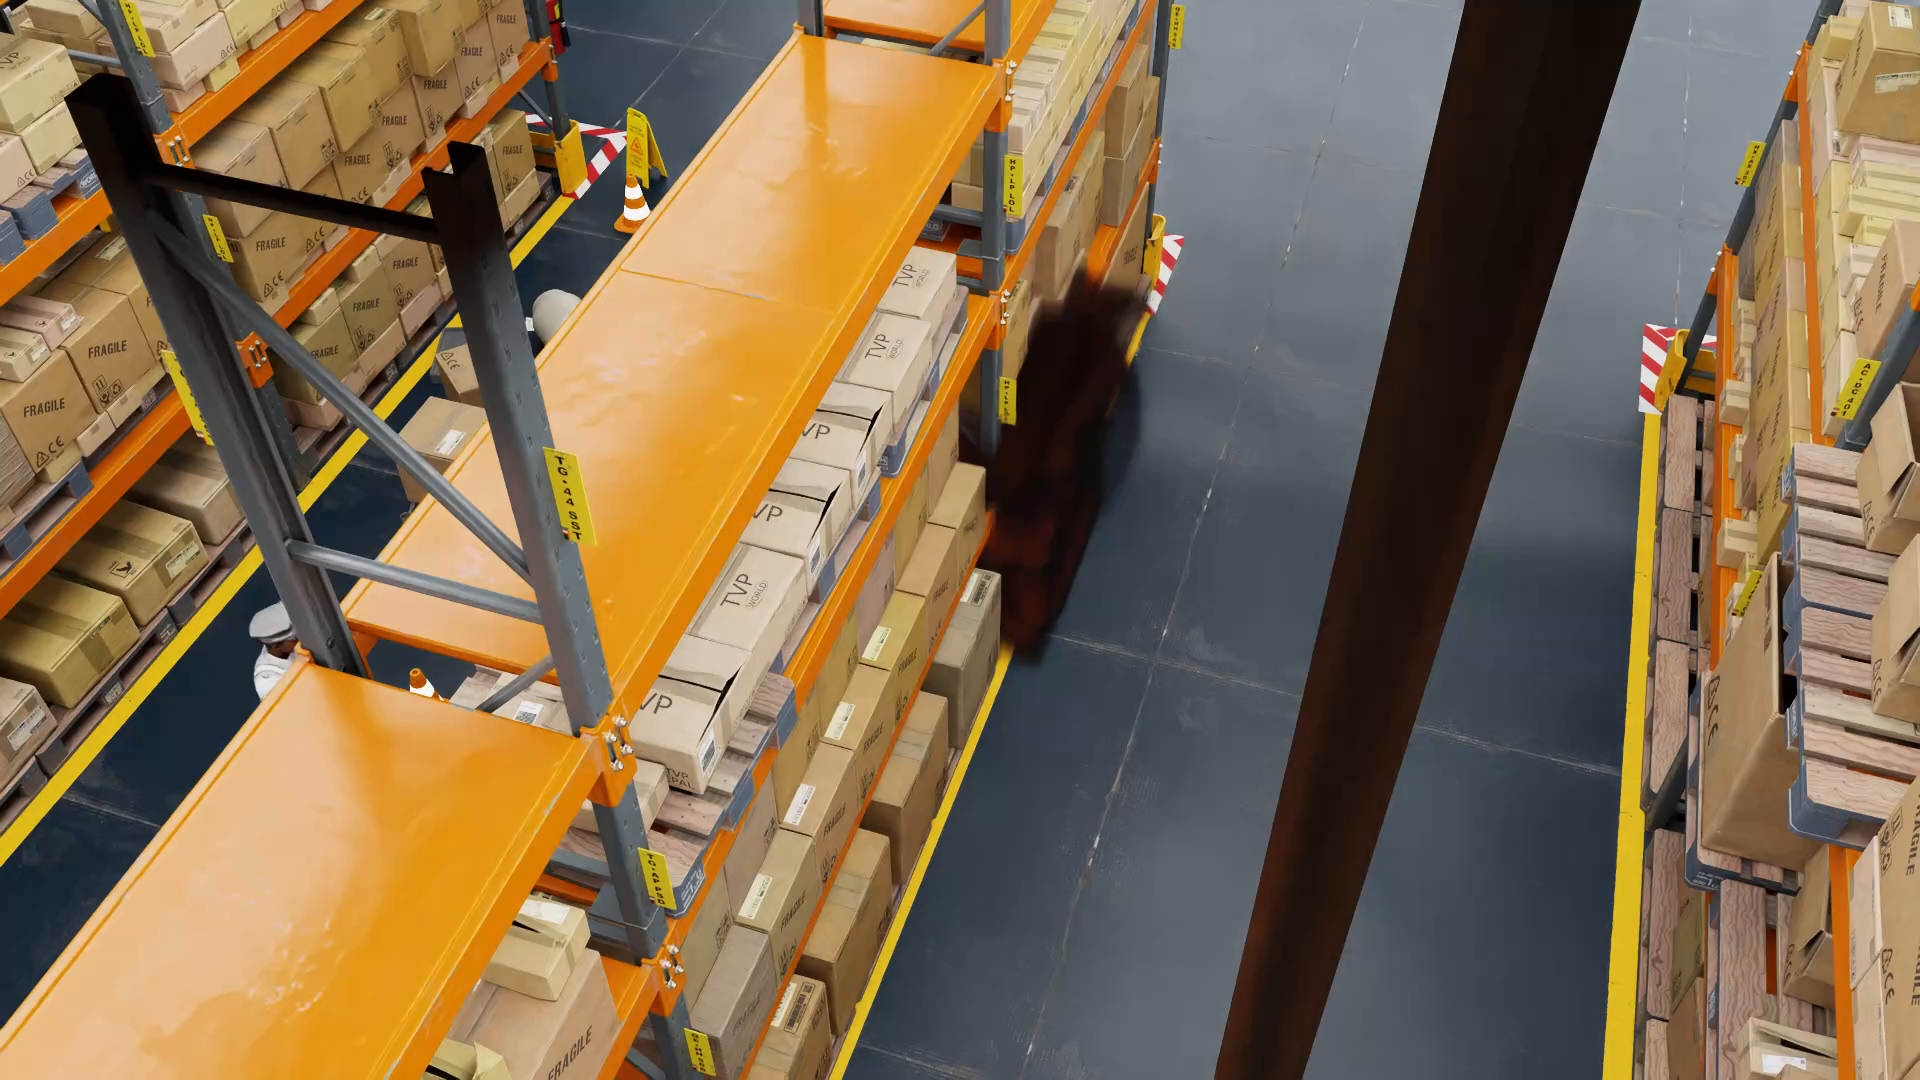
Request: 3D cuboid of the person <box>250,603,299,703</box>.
[{"bbox_3d":[-3.535,0.985,9.008,0.393,1.673,0.503,16,48,15],"label":"person"}]
